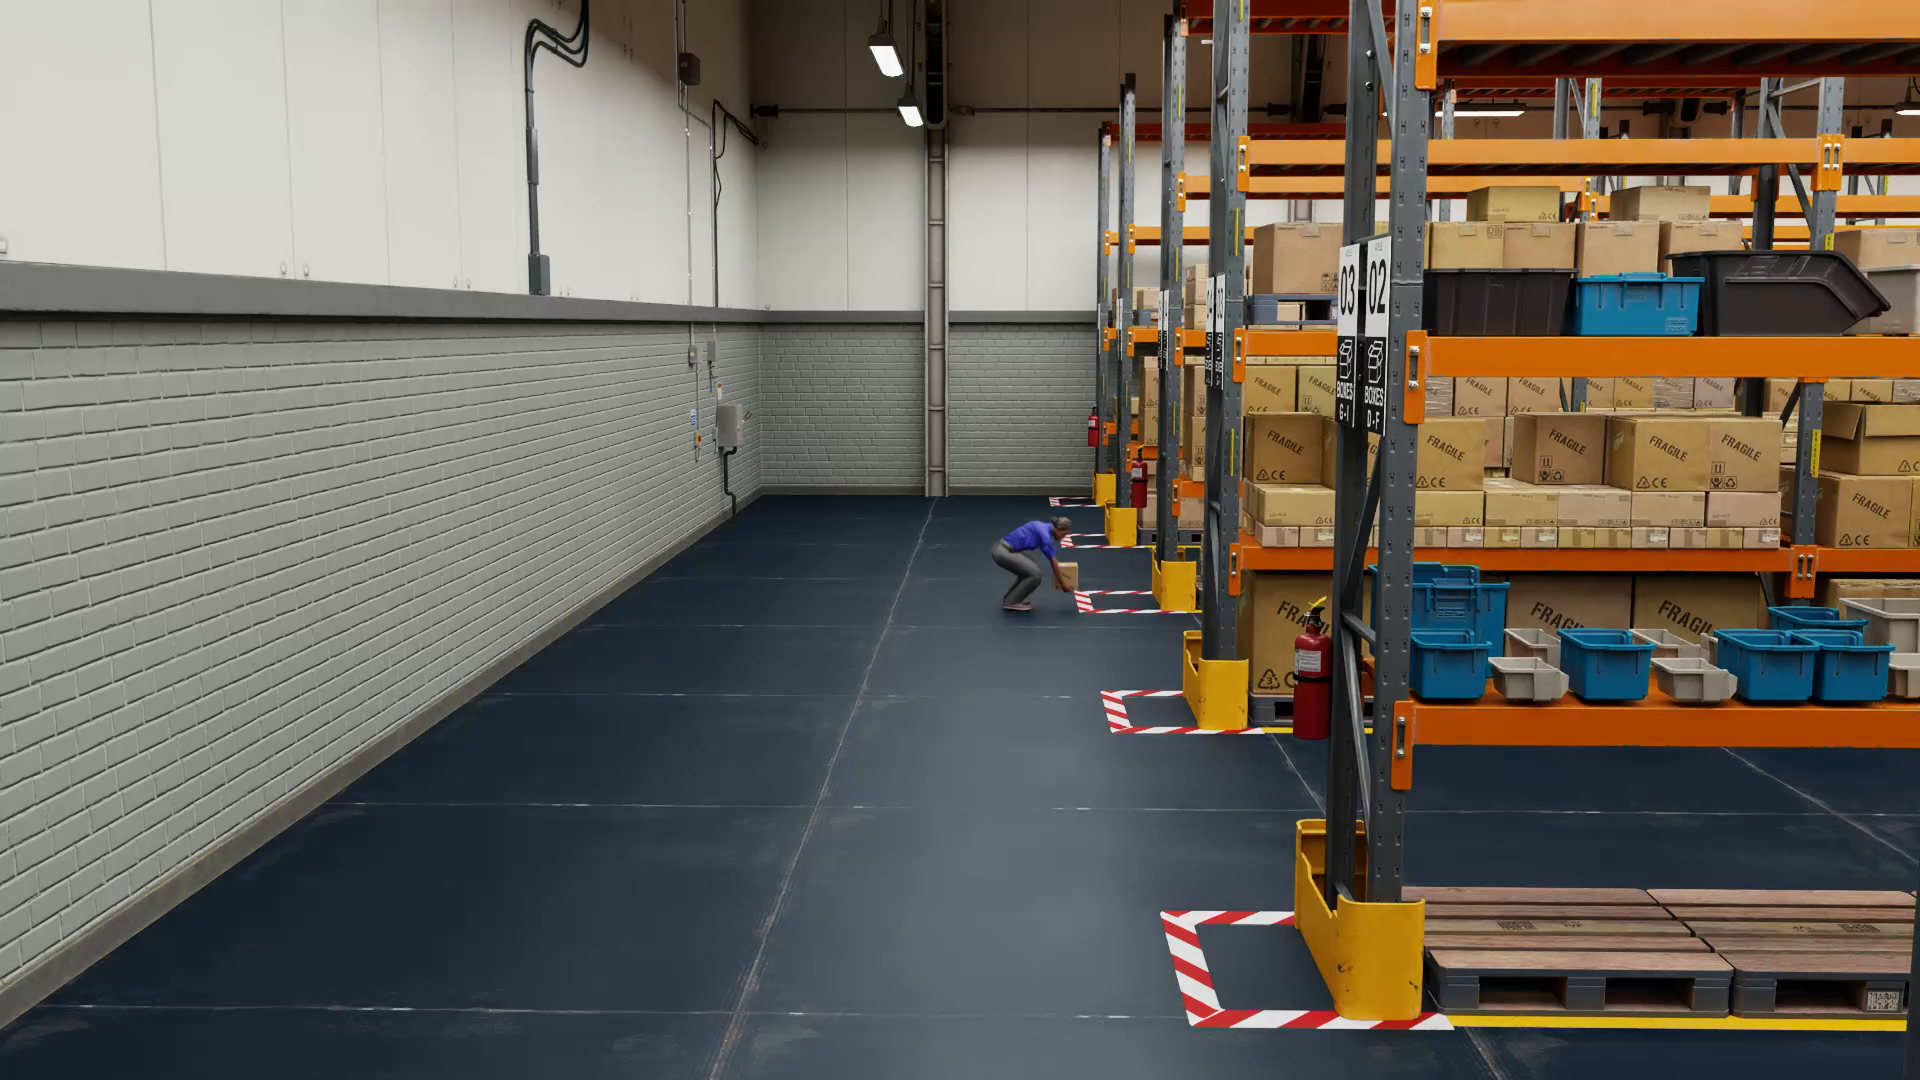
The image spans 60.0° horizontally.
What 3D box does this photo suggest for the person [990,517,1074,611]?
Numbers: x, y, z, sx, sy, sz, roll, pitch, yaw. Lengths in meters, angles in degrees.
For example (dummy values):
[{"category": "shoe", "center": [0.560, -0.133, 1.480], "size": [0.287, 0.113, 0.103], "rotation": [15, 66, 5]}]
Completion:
[{"category": "person", "center": [0.730, 0.237, 16.834], "size": [0.855, 0.931, 0.468], "rotation": [0, 7, -1]}]
